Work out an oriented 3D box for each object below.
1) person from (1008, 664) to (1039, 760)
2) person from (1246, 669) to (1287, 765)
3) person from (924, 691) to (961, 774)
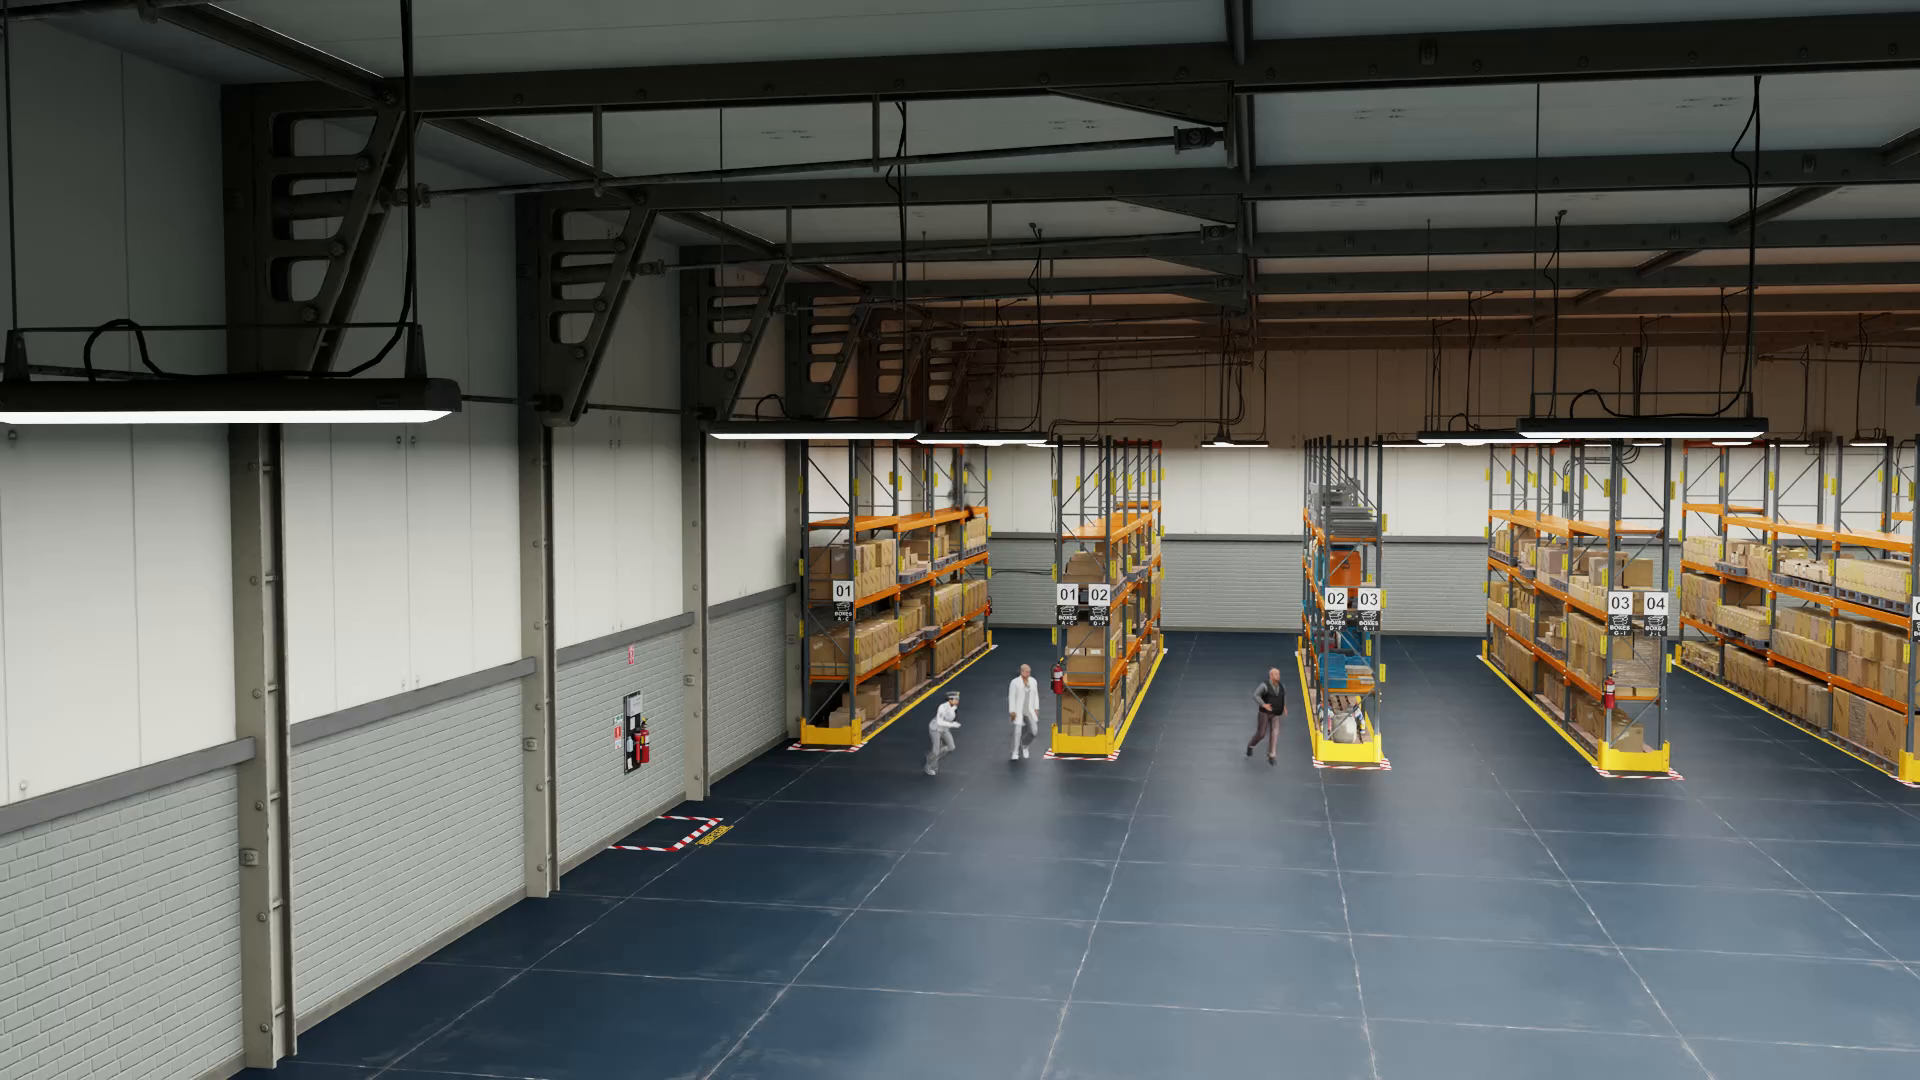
[{"bbox_3d":[1.158,3.180,30.751,0.651,1.784,0.536,-1,3,-22],"label":"person"},{"bbox_3d":[5.727,3.215,30.507,0.725,1.695,0.941,-1,3,-13],"label":"person"},{"bbox_3d":[-0.268,3.386,29.292,0.840,1.505,0.643,2,4,37],"label":"person"}]
